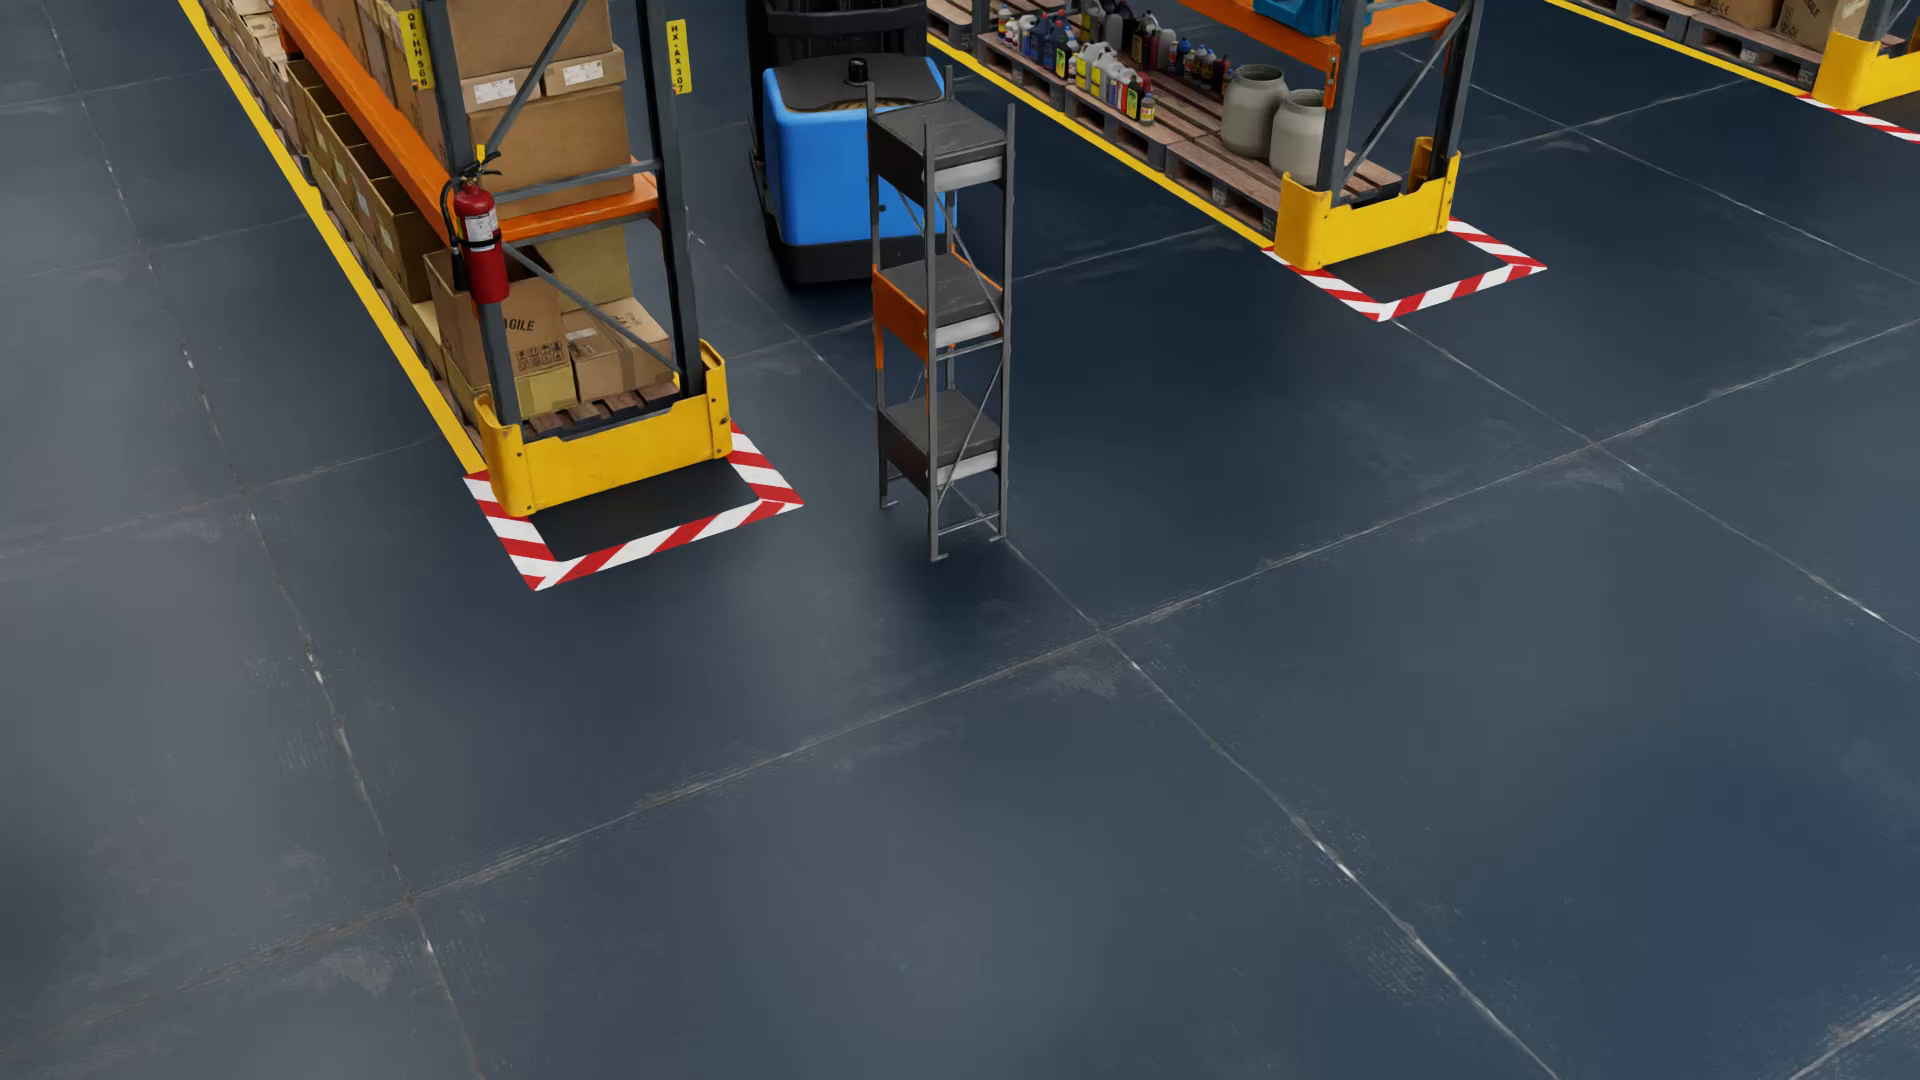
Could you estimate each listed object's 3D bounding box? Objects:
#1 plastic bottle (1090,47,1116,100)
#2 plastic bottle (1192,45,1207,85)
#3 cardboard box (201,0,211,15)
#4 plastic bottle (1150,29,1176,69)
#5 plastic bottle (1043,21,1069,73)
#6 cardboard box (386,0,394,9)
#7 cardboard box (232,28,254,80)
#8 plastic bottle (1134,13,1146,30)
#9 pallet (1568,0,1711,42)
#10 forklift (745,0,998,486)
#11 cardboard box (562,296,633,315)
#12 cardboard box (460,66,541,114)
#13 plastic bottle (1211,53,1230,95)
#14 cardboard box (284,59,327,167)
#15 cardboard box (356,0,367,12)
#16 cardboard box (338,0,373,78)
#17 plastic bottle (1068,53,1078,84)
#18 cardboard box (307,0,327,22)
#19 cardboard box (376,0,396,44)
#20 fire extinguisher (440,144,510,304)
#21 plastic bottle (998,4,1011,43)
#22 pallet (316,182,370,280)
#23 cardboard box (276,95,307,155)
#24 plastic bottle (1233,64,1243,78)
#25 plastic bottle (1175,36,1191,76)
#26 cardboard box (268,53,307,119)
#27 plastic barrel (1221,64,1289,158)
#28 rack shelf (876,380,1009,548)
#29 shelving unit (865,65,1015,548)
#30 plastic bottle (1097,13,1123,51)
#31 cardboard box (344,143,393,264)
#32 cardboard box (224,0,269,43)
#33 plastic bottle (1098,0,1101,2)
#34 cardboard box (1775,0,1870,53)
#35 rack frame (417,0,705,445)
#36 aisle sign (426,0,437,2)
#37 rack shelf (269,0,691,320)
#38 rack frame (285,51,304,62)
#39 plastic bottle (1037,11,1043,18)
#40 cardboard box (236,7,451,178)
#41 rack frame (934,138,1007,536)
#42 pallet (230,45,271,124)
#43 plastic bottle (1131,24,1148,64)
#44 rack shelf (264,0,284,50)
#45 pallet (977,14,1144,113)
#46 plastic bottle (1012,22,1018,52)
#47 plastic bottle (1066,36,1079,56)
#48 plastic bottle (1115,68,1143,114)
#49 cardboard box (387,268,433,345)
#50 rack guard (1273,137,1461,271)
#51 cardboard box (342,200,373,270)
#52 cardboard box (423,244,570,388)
[{"bbox_3d":[1.000,-3.249,11.528,0.144,0.351,0.185,-17,40,-22],"label":"plastic bottle"},{"bbox_3d":[1.697,-3.362,11.750,0.097,0.271,0.097,0,36,0],"label":"plastic bottle"},{"bbox_3d":[-5.733,-4.362,13.155,0.500,0.250,0.500,-19,40,-24],"label":"cardboard box"},{"bbox_3d":[1.461,-3.572,12.033,0.152,0.276,0.135,-18,40,-23],"label":"plastic bottle"},{"bbox_3d":[0.693,-3.560,11.955,0.144,0.351,0.185,-21,41,-26],"label":"plastic bottle"},{"bbox_3d":[-2.496,-2.934,8.039,0.700,0.500,0.500,-19,40,-24],"label":"cardboard box"},{"bbox_3d":[-4.956,-3.581,12.086,0.500,0.250,0.500,-18,40,-23],"label":"cardboard box"},{"bbox_3d":[1.339,-3.753,12.275,0.061,0.283,0.133,-16,39,-21],"label":"plastic bottle"},{"bbox_3d":[5.819,-4.470,13.691,1.003,0.211,1.213,-19,40,-24],"label":"pallet"},{"bbox_3d":[-0.534,-2.769,9.057,1.130,2.935,5.695,-7,37,-9],"label":"forklift"},{"bbox_3d":[-2.055,-1.230,8.866,0.500,0.250,0.500,-19,40,-24],"label":"cardboard box"},{"bbox_3d":[-2.080,-2.018,7.336,0.380,0.149,0.250,-20,40,-25],"label":"cardboard box"},{"bbox_3d":[1.822,-3.262,11.603,0.061,0.283,0.133,-18,40,-23],"label":"plastic bottle"},{"bbox_3d":[-3.771,-2.650,10.175,0.500,0.500,0.500,-19,40,-24],"label":"cardboard box"},{"bbox_3d":[-2.861,-2.809,8.418,0.380,0.149,0.250,-19,40,-25],"label":"cardboard box"},{"bbox_3d":[-2.985,-2.909,9.106,0.700,0.500,0.500,-18,40,-23],"label":"cardboard box"},{"bbox_3d":[0.815,-3.349,11.791,0.097,0.201,0.097,0,36,0],"label":"plastic bottle"},{"bbox_3d":[-3.505,-3.433,9.823,0.700,0.500,0.500,-20,41,-25],"label":"cardboard box"},{"bbox_3d":[-2.598,-2.545,8.056,0.380,0.149,0.250,-18,40,-23],"label":"cardboard box"},{"bbox_3d":[-2.066,-1.348,7.119,0.296,0.674,0.183,-19,40,-24],"label":"fire extinguisher"},{"bbox_3d":[0.333,-3.867,12.441,0.097,0.271,0.097,0,36,0],"label":"plastic bottle"},{"bbox_3d":[-3.370,-2.074,10.410,1.003,0.211,1.213,-19,40,-24],"label":"pallet"},{"bbox_3d":[-4.192,-2.802,11.019,0.500,0.250,0.500,-19,40,-24],"label":"cardboard box"},{"bbox_3d":[1.920,-3.136,11.441,0.097,0.271,0.097,0,36,0],"label":"plastic bottle"},{"bbox_3d":[1.596,-3.466,11.892,0.097,0.271,0.097,0,36,0],"label":"plastic bottle"},{"bbox_3d":[-4.184,-3.025,10.848,0.500,0.311,0.500,-19,40,-24],"label":"cardboard box"},{"bbox_3d":[1.913,-2.777,10.762,0.421,0.512,0.421,0,36,0],"label":"plastic barrel"},{"bbox_3d":[-0.083,-0.356,7.667,0.431,0.518,0.480,-19,40,-24],"label":"rack shelf"},{"bbox_3d":[-0.084,-0.933,7.248,0.431,2.100,0.499,-19,40,-24],"label":"shelving unit"},{"bbox_3d":[1.105,-3.764,12.296,0.152,0.276,0.135,-19,40,-24],"label":"plastic bottle"},{"bbox_3d":[-3.015,-1.886,9.128,0.500,0.500,0.500,-19,40,-24],"label":"cardboard box"},{"bbox_3d":[-4.949,-3.801,11.910,0.500,0.311,0.500,-19,40,-24],"label":"cardboard box"},{"bbox_3d":[1.079,-4.017,12.636,0.061,0.283,0.133,-17,39,-22],"label":"plastic bottle"},{"bbox_3d":[6.545,-3.995,12.440,0.500,0.500,0.500,-12,38,-16],"label":"cardboard box"},{"bbox_3d":[-1.723,-1.578,7.367,1.000,3.000,0.127,-19,40,-24],"label":"rack frame"},{"bbox_3d":[-1.944,-2.507,6.435,0.394,0.787,0.004,-19,40,-24],"label":"aisle sign"},{"bbox_3d":[-2.728,-2.307,8.976,1.077,0.370,4.000,-19,40,-24],"label":"rack shelf"},{"bbox_3d":[-3.733,-3.618,10.160,1.000,3.000,0.127,-19,40,-24],"label":"rack frame"},{"bbox_3d":[0.611,-3.747,12.267,0.061,0.283,0.133,-19,40,-24],"label":"plastic bottle"},{"bbox_3d":[-3.418,-2.888,9.788,1.023,1.340,4.930,-18,40,-23],"label":"cardboard box"},{"bbox_3d":[0.041,-0.808,7.076,0.380,1.831,0.006,-19,40,-24],"label":"rack frame"},{"bbox_3d":[-4.754,-3.479,12.334,1.003,0.211,1.213,-19,40,-24],"label":"pallet"},{"bbox_3d":[1.307,-3.615,12.086,0.061,0.283,0.133,-19,40,-24],"label":"plastic bottle"},{"bbox_3d":[-4.738,-4.347,11.768,1.077,0.370,4.000,-19,40,-24],"label":"rack shelf"},{"bbox_3d":[0.853,-3.602,12.503,1.003,0.211,1.213,-19,40,-24],"label":"pallet"},{"bbox_3d":[0.435,-3.735,12.320,0.097,0.201,0.097,0,36,0],"label":"plastic bottle"},{"bbox_3d":[-5.758,-6.495,11.402,10.038,5.742,9.096,0,36,0],"label":"plastic bottle"},{"bbox_3d":[1.157,-3.065,11.339,0.152,0.276,0.135,-19,40,-24],"label":"plastic bottle"},{"bbox_3d":[-2.763,-1.329,9.001,0.500,0.250,0.500,-19,40,-24],"label":"cardboard box"},{"bbox_3d":[2.483,-2.059,10.145,1.175,0.500,0.348,-19,40,-24],"label":"rack guard"},{"bbox_3d":[-3.269,-1.837,9.698,0.500,0.250,0.500,-19,40,-24],"label":"cardboard box"},{"bbox_3d":[-2.250,-1.125,8.087,0.500,0.500,0.500,-19,40,-24],"label":"cardboard box"}]
